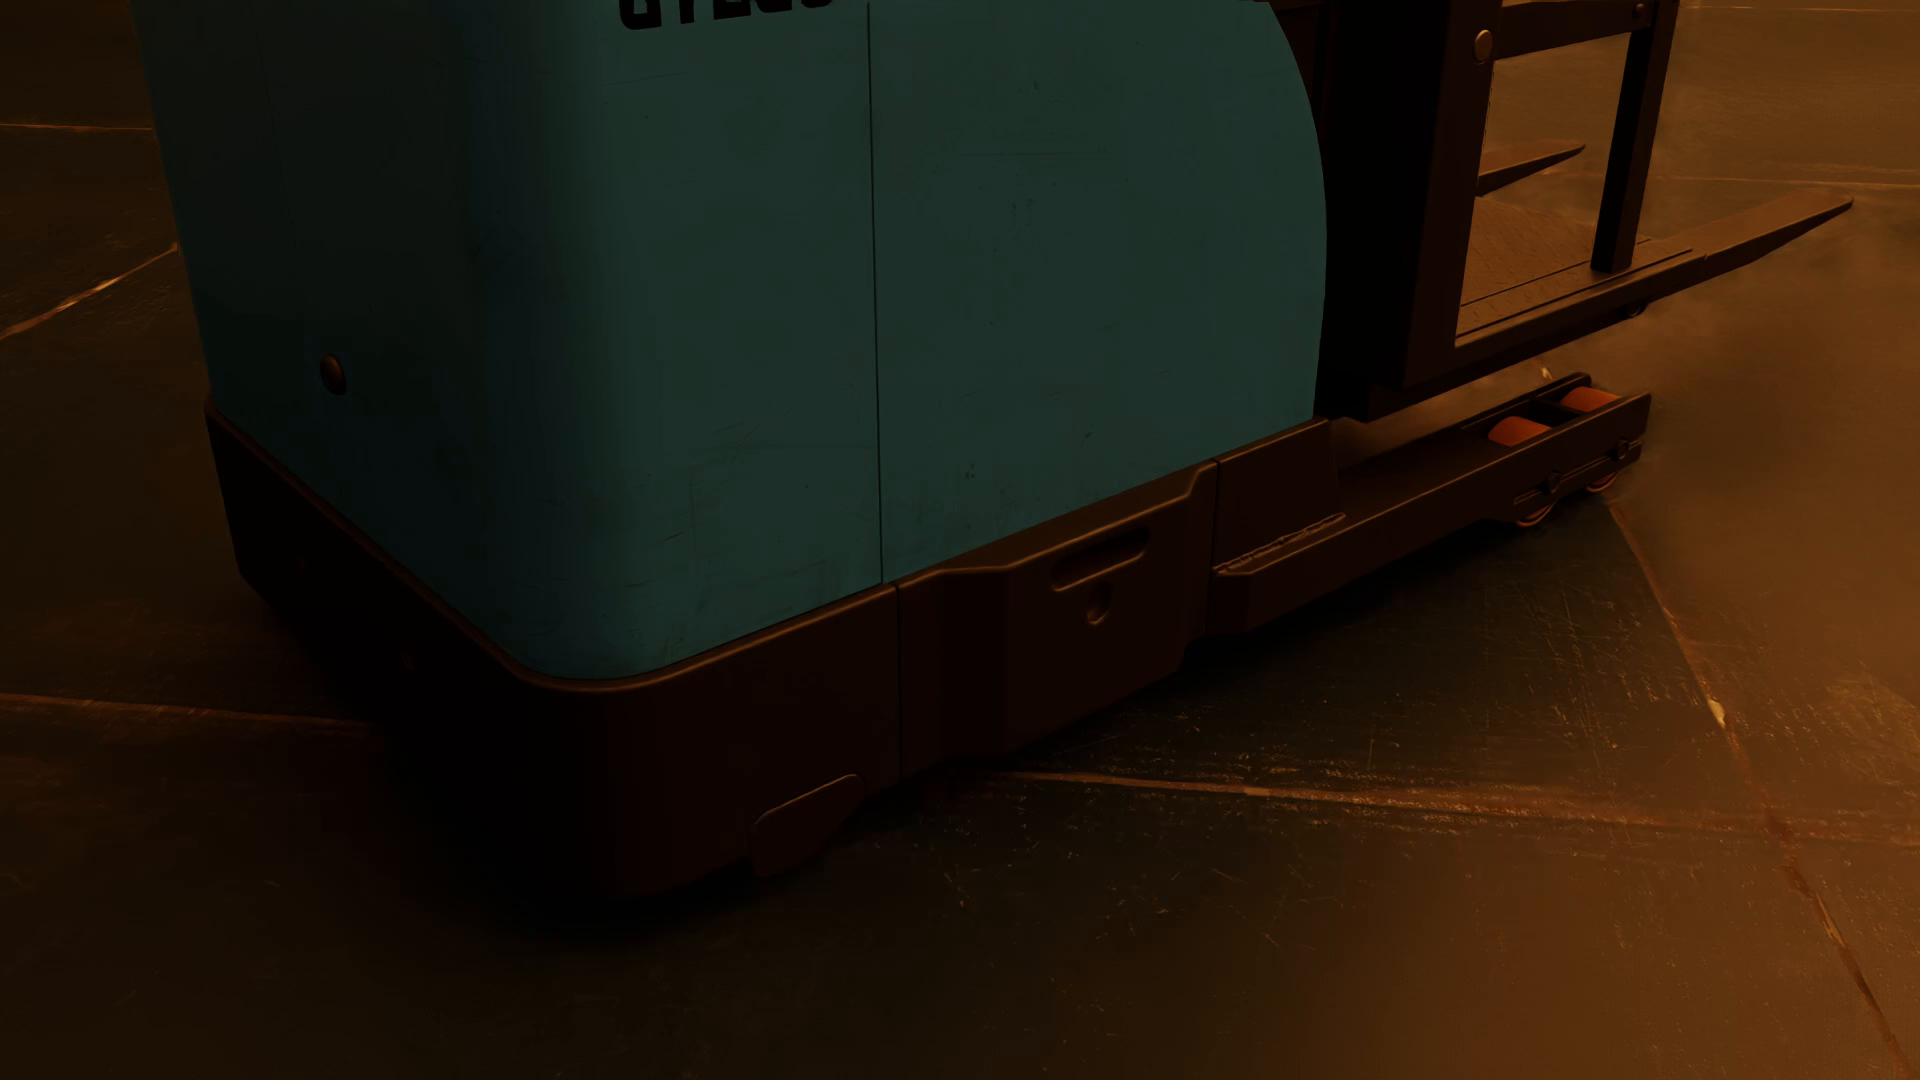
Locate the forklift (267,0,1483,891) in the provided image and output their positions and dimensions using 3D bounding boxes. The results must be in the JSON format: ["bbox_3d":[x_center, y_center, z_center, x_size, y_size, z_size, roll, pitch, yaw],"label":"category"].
[{"bbox_3d":[0.033,-1.589,2.402,1.130,2.935,3.031,2,27,4],"label":"forklift"}]
